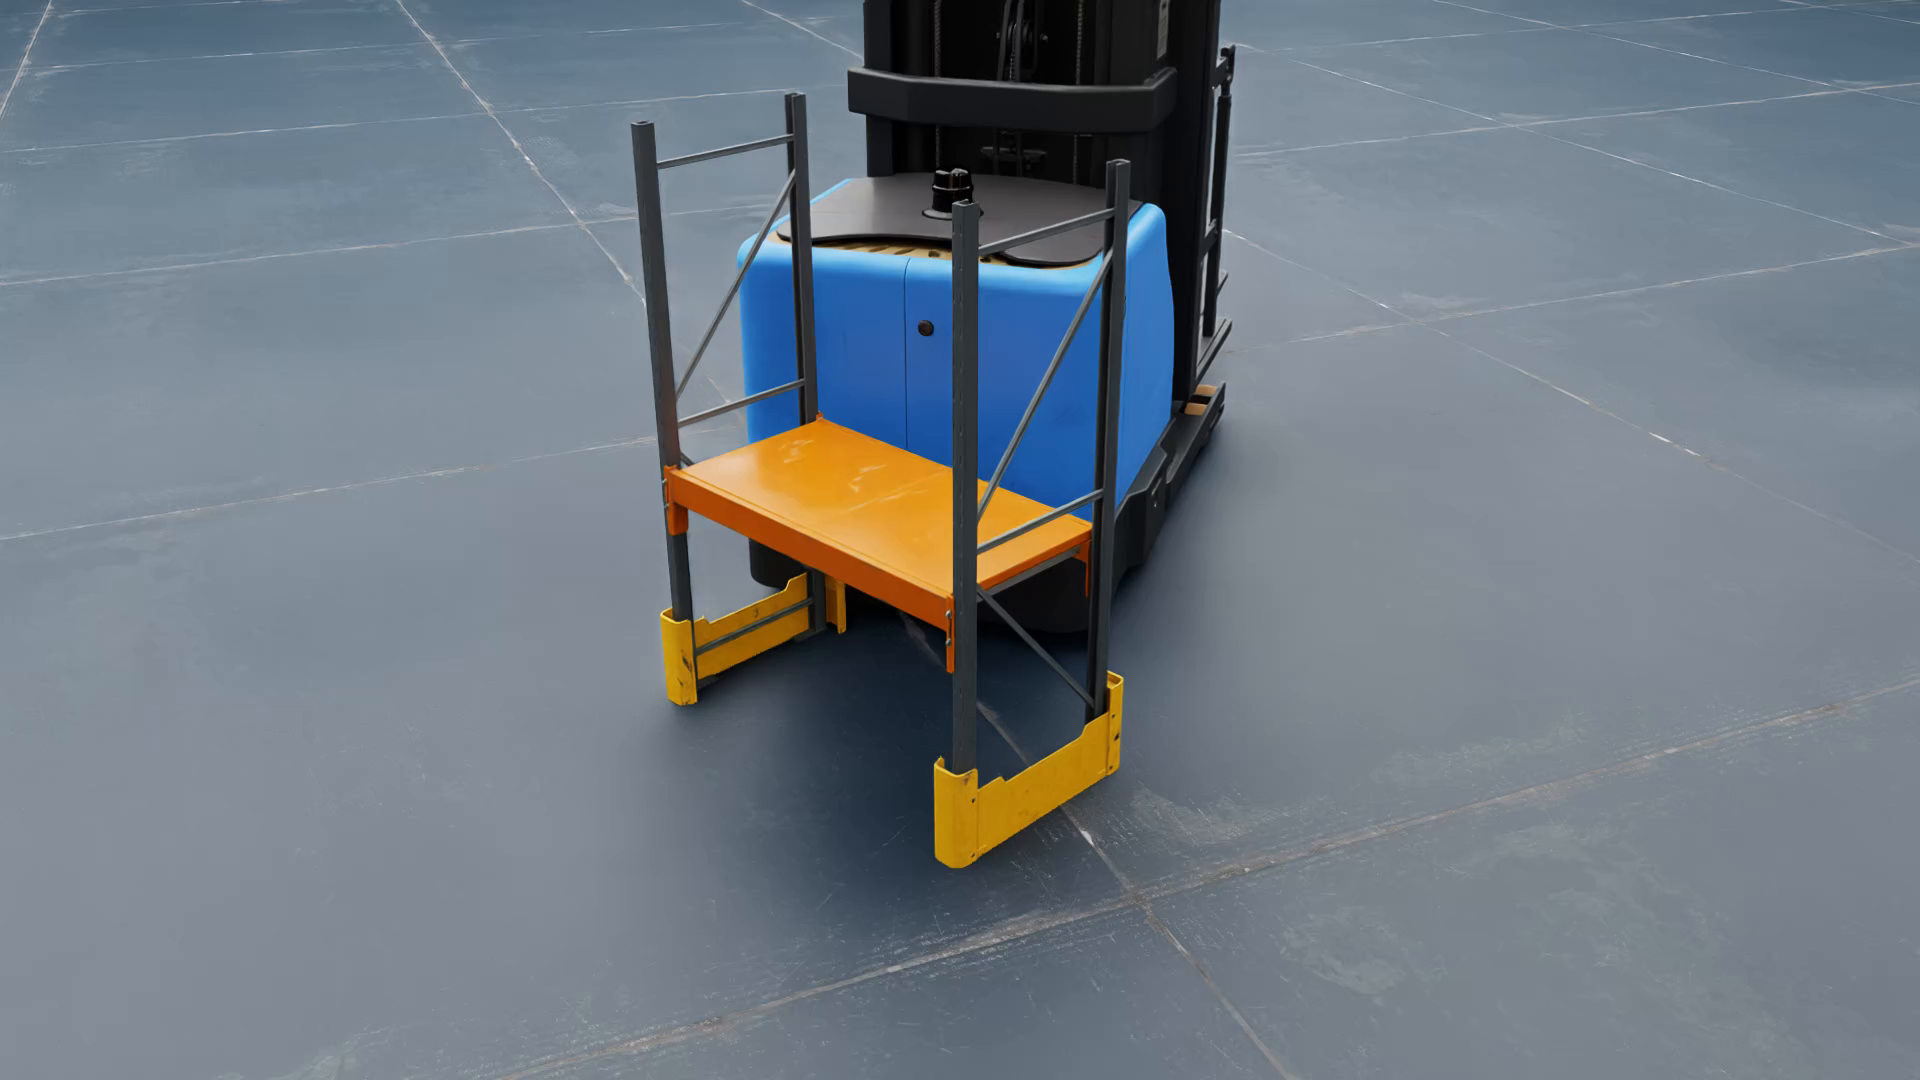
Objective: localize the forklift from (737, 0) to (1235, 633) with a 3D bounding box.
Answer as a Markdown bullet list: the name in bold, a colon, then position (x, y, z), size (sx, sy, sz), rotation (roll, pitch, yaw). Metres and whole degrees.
- **forklift**: position (0.335, -1.687, 5.364), size (1.130, 2.935, 3.031), rotation (8, 27, 17)

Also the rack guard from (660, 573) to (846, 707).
- **rack guard**: position (-0.548, 0.223, 4.509), size (0.087, 0.250, 0.587), rotation (23, 34, 39)

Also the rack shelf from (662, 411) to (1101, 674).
- **rack shelf**: position (-0.197, -0.028, 4.008), size (1.000, 0.185, 0.538), rotation (23, 34, 39)

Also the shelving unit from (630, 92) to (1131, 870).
- **shelving unit**: position (-0.190, -0.187, 3.923), size (1.083, 1.500, 0.587), rotation (23, 34, 39)

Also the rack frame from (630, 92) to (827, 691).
- **rack frame**: position (-0.562, -0.345, 4.247), size (0.032, 1.500, 0.500), rotation (23, 34, 39)

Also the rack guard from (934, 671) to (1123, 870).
- **rack guard**: position (0.168, 0.527, 3.887), size (0.087, 0.250, 0.587), rotation (23, 34, 39)

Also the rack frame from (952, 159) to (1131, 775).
- **rack frame**: position (0.169, -0.035, 3.612), size (0.032, 1.500, 0.500), rotation (23, 34, 39)
